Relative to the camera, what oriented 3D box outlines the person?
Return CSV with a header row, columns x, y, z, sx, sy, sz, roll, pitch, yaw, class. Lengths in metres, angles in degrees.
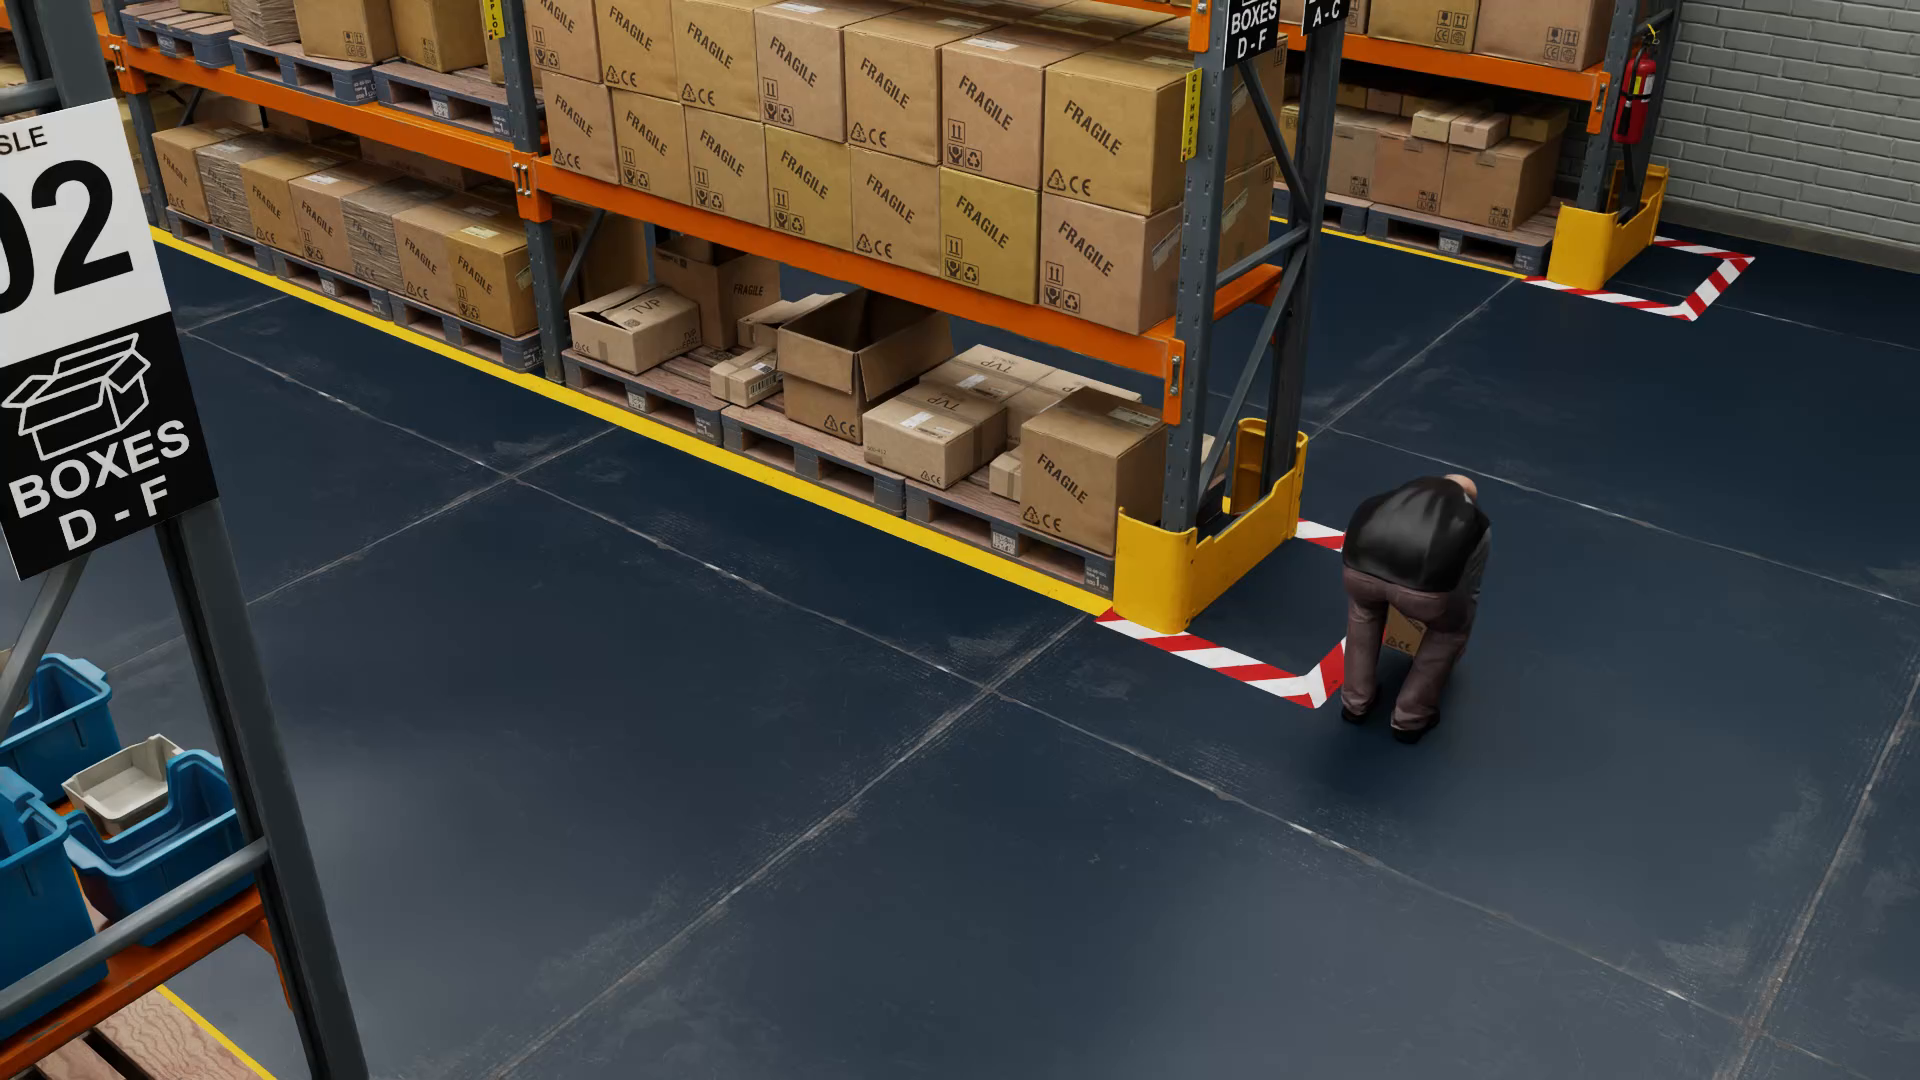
x,y,z,sx,sy,sz,roll,pitch,yaw,class
1.781,0.200,6.485,0.476,1.041,0.952,18,35,27,person
